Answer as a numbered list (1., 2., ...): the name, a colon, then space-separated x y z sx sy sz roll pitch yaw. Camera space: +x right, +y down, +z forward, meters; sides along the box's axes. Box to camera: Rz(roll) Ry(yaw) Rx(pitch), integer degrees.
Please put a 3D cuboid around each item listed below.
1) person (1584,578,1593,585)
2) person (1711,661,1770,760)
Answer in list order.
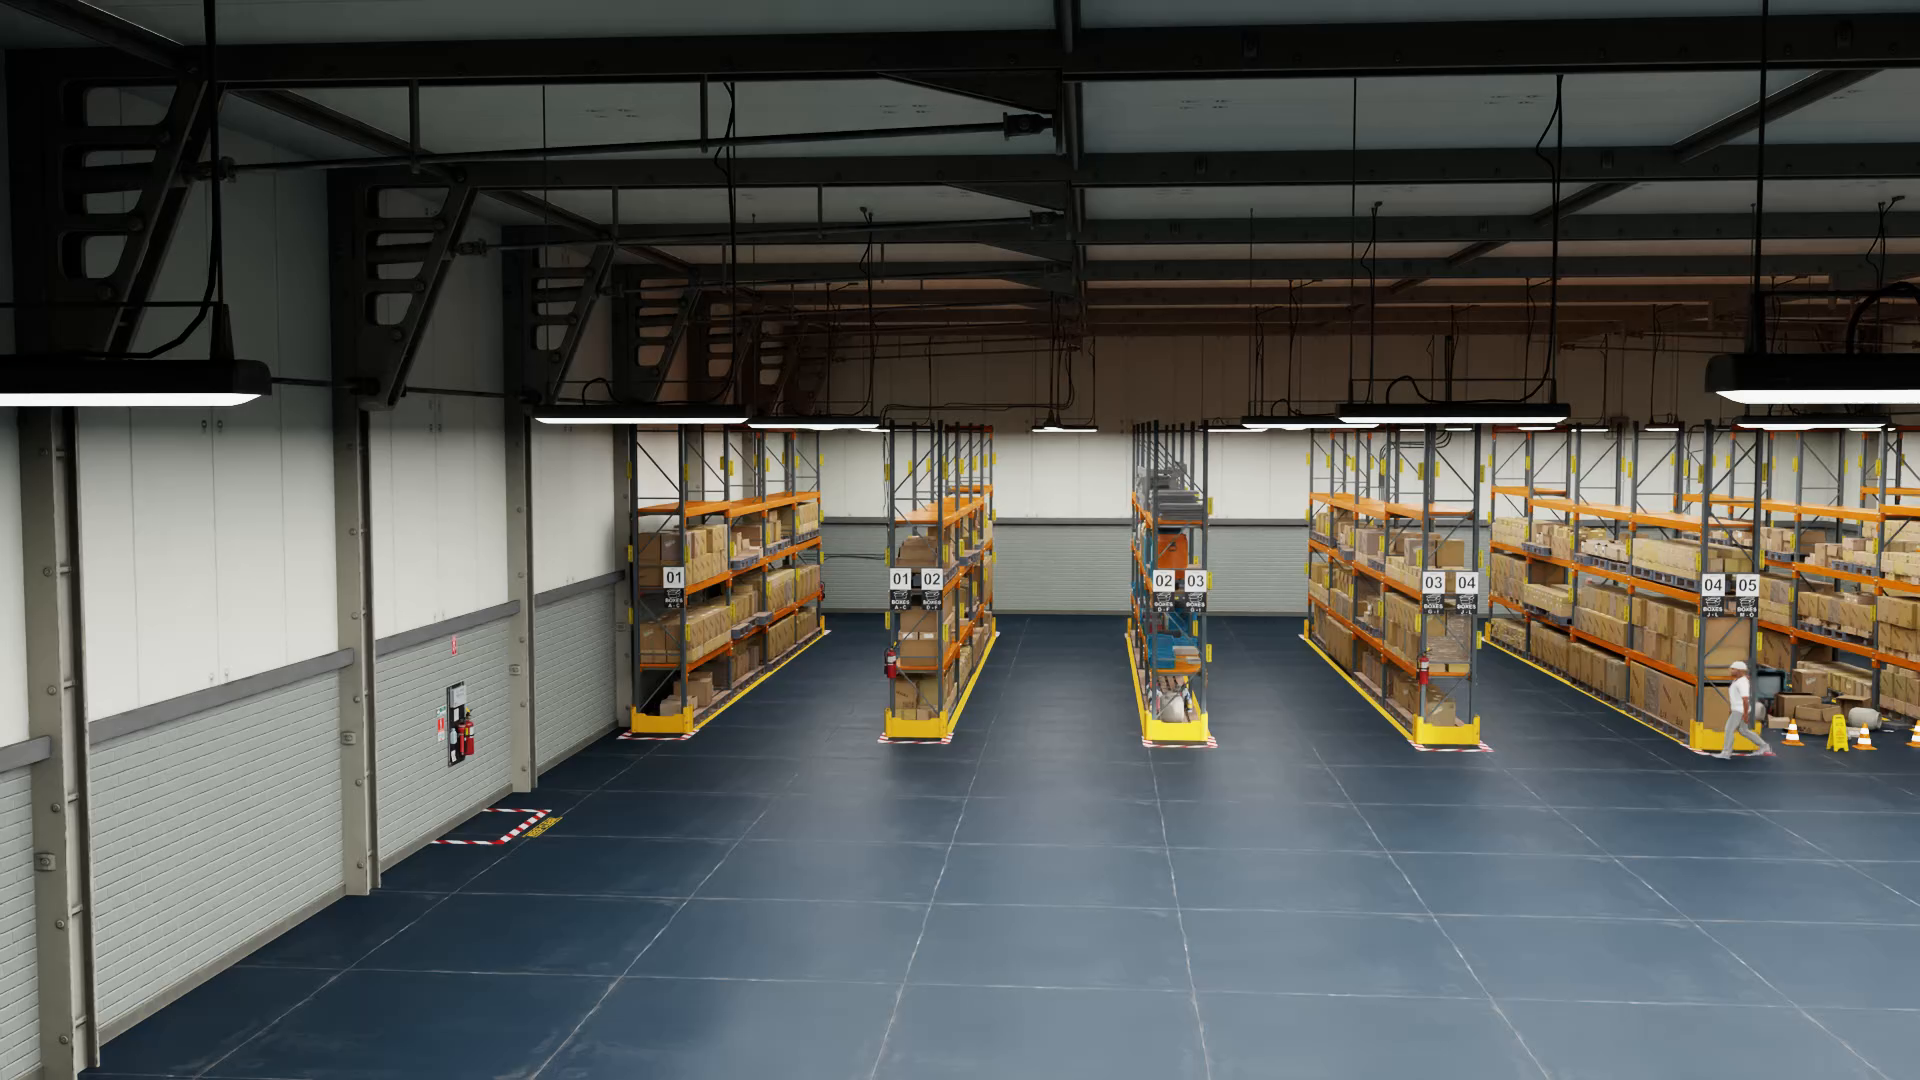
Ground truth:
1. person: 17.471 1.935 46.088 0.836 1.790 0.568 3 5 40
2. person: 13.759 3.000 29.250 0.980 1.736 0.569 1 4 18
